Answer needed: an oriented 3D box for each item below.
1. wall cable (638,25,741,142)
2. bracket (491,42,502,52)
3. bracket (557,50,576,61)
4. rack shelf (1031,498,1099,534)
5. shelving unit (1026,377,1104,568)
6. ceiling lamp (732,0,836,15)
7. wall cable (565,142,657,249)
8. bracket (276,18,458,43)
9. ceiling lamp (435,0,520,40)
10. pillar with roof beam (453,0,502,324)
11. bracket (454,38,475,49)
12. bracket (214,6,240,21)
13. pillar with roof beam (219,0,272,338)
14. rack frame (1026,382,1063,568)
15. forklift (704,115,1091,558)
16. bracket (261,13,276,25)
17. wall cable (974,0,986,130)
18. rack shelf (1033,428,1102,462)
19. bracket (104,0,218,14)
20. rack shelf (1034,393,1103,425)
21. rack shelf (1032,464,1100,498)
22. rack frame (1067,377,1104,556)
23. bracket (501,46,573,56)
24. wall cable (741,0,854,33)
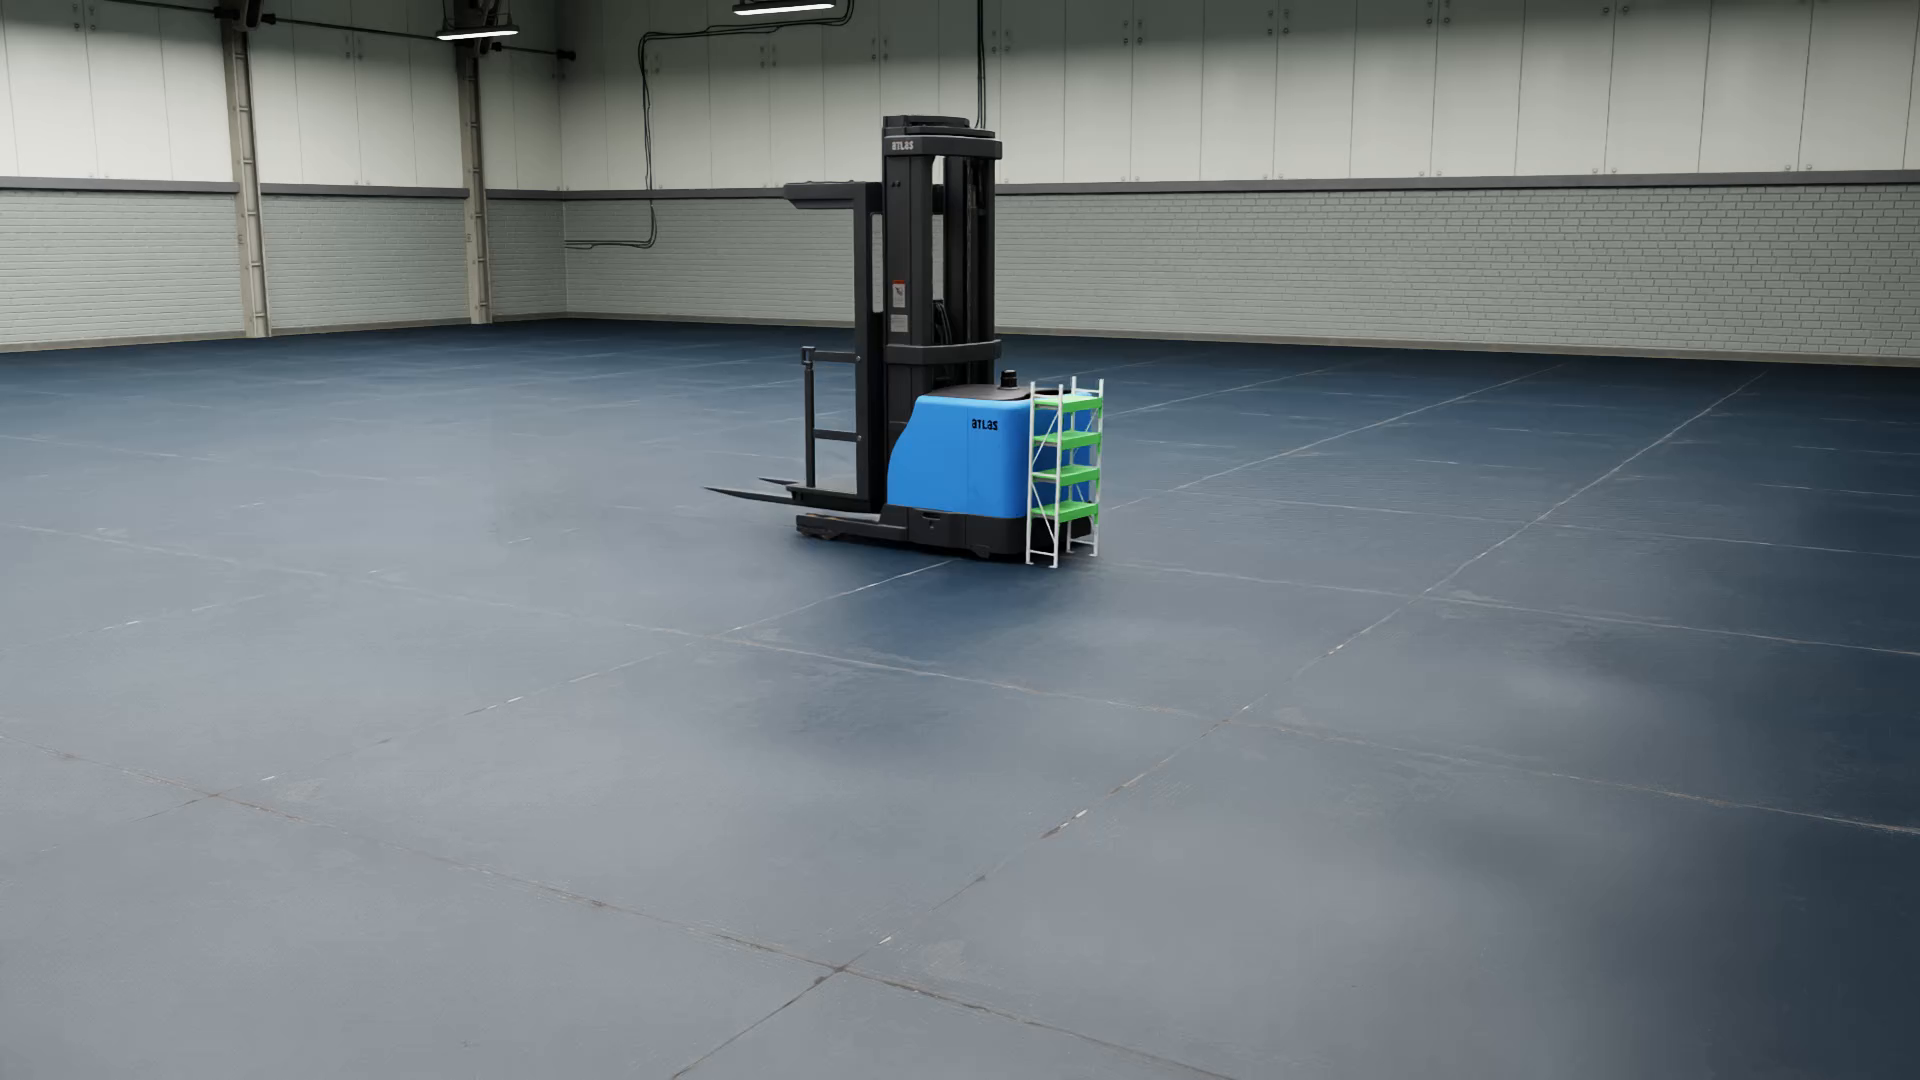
[{"bbox_3d":[-6.275,-10.553,38.497,3.097,2.526,0.112,6,12,31],"label":"wall cable"},{"bbox_3d":[-10.728,-11.319,38.092,0.235,0.232,0.430,6,12,31],"label":"bracket"},{"bbox_3d":[-9.497,-11.692,40.083,0.235,0.232,0.430,6,12,31],"label":"bracket"},{"bbox_3d":[0.691,-0.160,11.096,0.258,0.148,0.480,10,14,36],"label":"rack shelf"},{"bbox_3d":[0.696,-0.458,11.035,0.258,1.200,0.503,10,14,36],"label":"shelving unit"},{"bbox_3d":[-2.877,-10.620,28.278,2.000,3.185,0.800,6,12,31],"label":"ceiling lamp"},{"bbox_3d":[-8.587,-8.329,40.342,3.097,2.526,0.112,6,12,31],"label":"wall cable"},{"bbox_3d":[-12.496,-10.783,35.231,0.076,0.066,4.783,6,12,31],"label":"bracket"},{"bbox_3d":[-9.193,-11.326,32.049,2.000,3.185,0.800,6,12,31],"label":"ceiling lamp"},{"bbox_3d":[-7.567,-9.107,36.059,9.100,9.000,0.548,6,12,31],"label":"pillar with roof beam"},{"bbox_3d":[-11.159,-11.188,37.395,0.235,0.232,0.430,6,12,31],"label":"bracket"},{"bbox_3d":[-14.274,-10.245,32.355,0.235,0.232,0.430,6,12,31],"label":"bracket"},{"bbox_3d":[-10.682,-8.163,31.019,9.100,9.000,0.548,6,12,31],"label":"pillar with roof beam"},{"bbox_3d":[0.550,-0.422,10.844,0.240,1.200,0.015,10,14,36],"label":"rack frame"},{"bbox_3d":[-0.564,-1.511,11.974,3.031,2.935,1.130,8,13,36],"label":"forklift"},{"bbox_3d":[-13.843,-10.375,33.052,0.235,0.232,0.430,6,12,31],"label":"bracket"},{"bbox_3d":[-0.481,-10.617,34.885,2.305,6.003,0.169,6,12,31],"label":"wall cable"},{"bbox_3d":[0.700,-0.630,11.000,0.258,0.148,0.480,10,14,36],"label":"rack shelf"},{"bbox_3d":[-15.611,-9.839,30.190,0.076,0.066,4.783,6,12,31],"label":"bracket"},{"bbox_3d":[0.705,-0.866,10.953,0.258,0.148,0.480,10,14,36],"label":"rack shelf"},{"bbox_3d":[0.695,-0.395,11.048,0.258,0.148,0.480,10,14,36],"label":"rack shelf"},{"bbox_3d":[0.843,-0.494,11.227,0.240,1.200,0.015,10,14,36],"label":"rack frame"},{"bbox_3d":[-9.804,-11.599,39.587,0.076,0.066,3.189,6,12,31],"label":"bracket"},{"bbox_3d":[-3.630,-12.493,36.499,3.097,2.526,0.112,6,12,31],"label":"wall cable"}]
